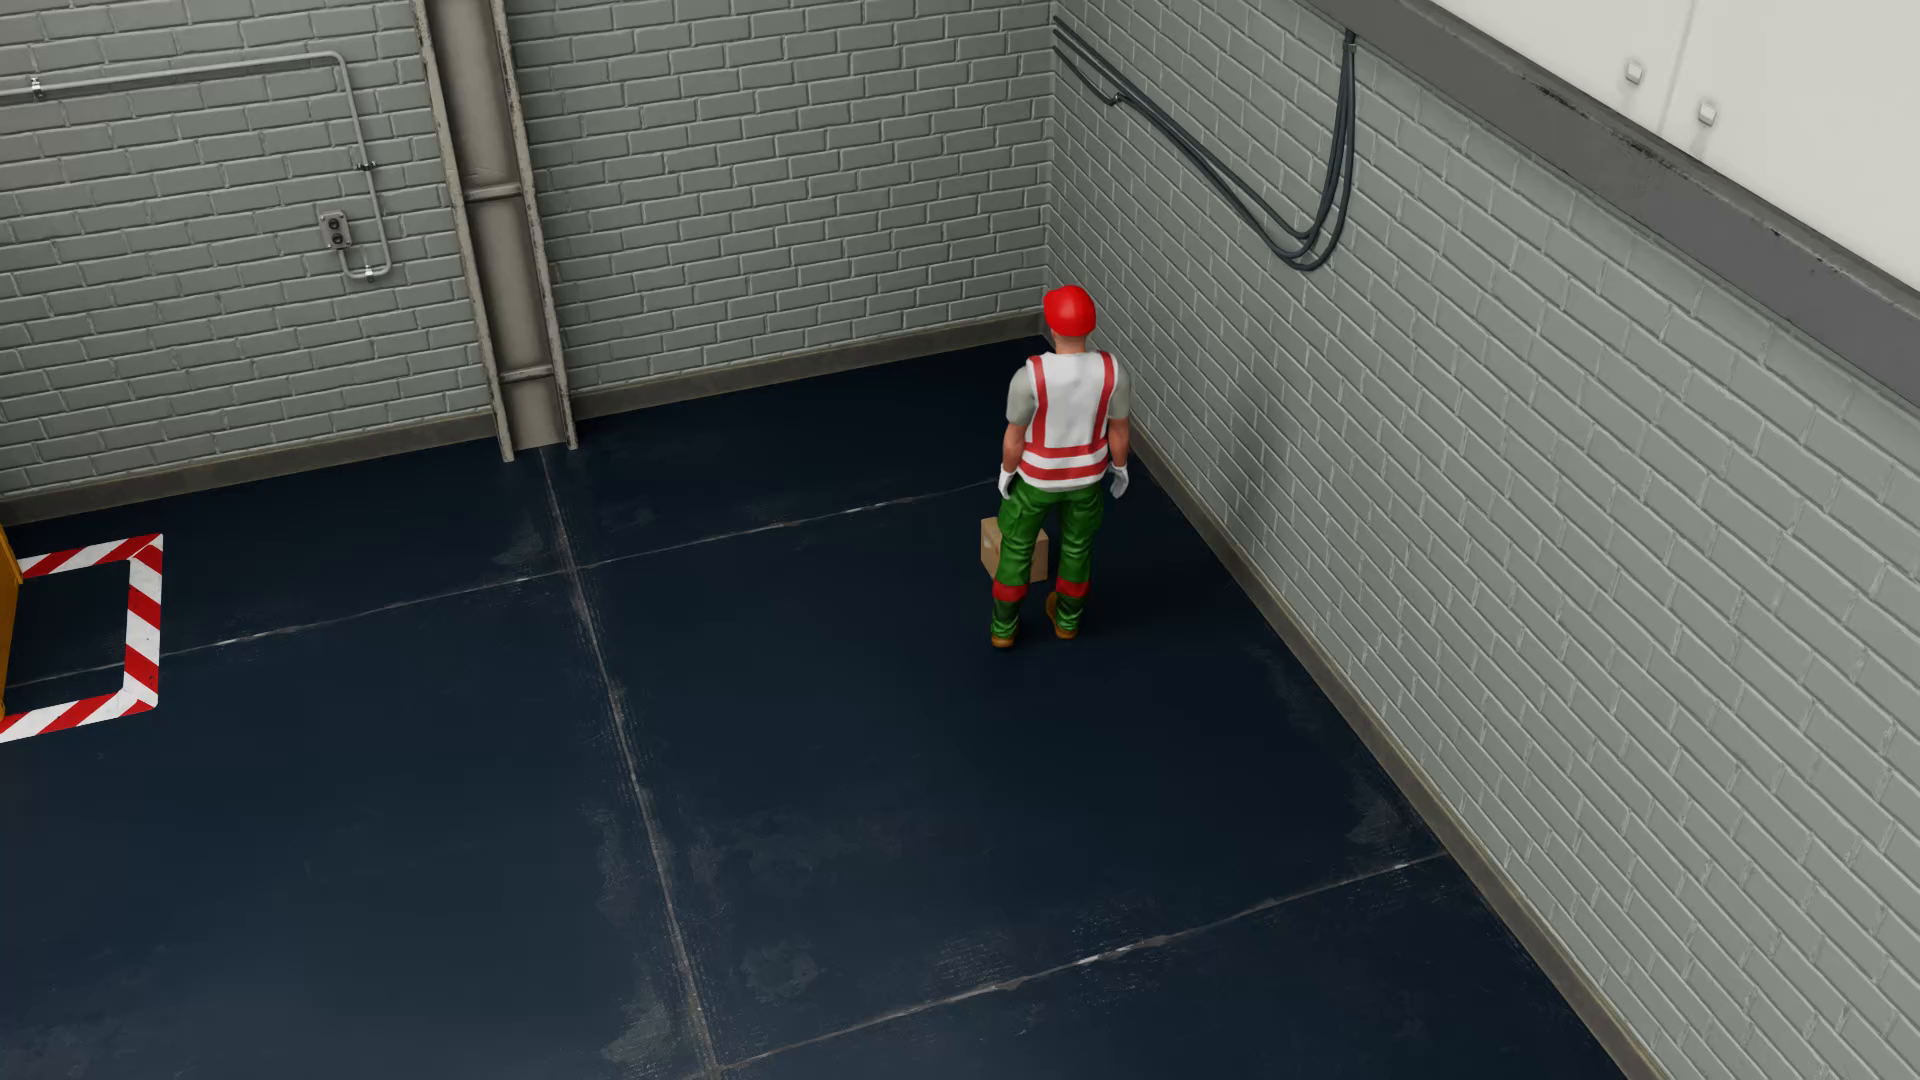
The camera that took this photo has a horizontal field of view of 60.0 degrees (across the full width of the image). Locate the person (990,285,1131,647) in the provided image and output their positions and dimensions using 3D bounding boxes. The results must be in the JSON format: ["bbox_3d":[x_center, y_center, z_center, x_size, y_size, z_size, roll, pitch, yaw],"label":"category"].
[{"bbox_3d":[0.423,-0.301,7.157,0.606,1.818,0.391,-6,38,-8],"label":"person"}]
